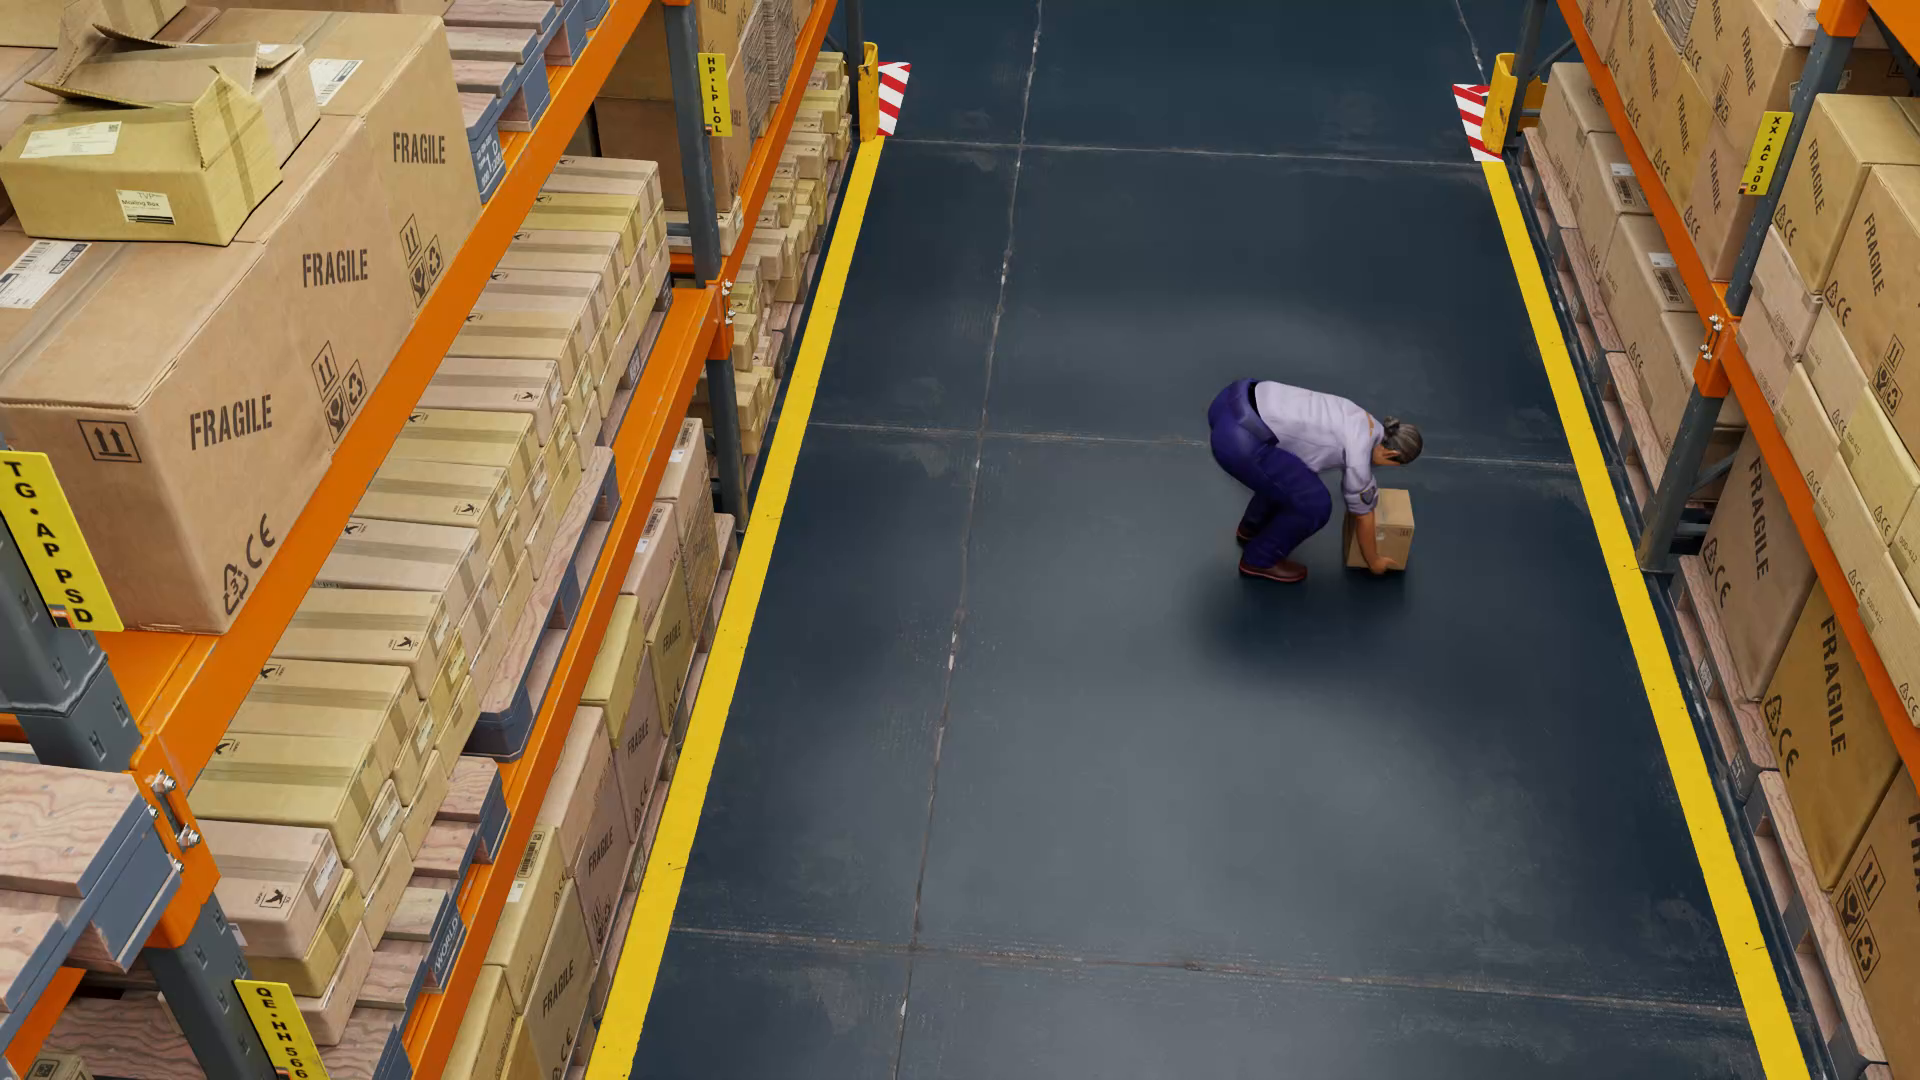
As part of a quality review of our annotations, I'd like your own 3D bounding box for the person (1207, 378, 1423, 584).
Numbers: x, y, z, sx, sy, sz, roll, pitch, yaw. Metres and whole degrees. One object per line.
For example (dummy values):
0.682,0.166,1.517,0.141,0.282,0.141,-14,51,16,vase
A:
1.481,-0.264,7.074,0.895,0.880,0.496,1,40,2,person
